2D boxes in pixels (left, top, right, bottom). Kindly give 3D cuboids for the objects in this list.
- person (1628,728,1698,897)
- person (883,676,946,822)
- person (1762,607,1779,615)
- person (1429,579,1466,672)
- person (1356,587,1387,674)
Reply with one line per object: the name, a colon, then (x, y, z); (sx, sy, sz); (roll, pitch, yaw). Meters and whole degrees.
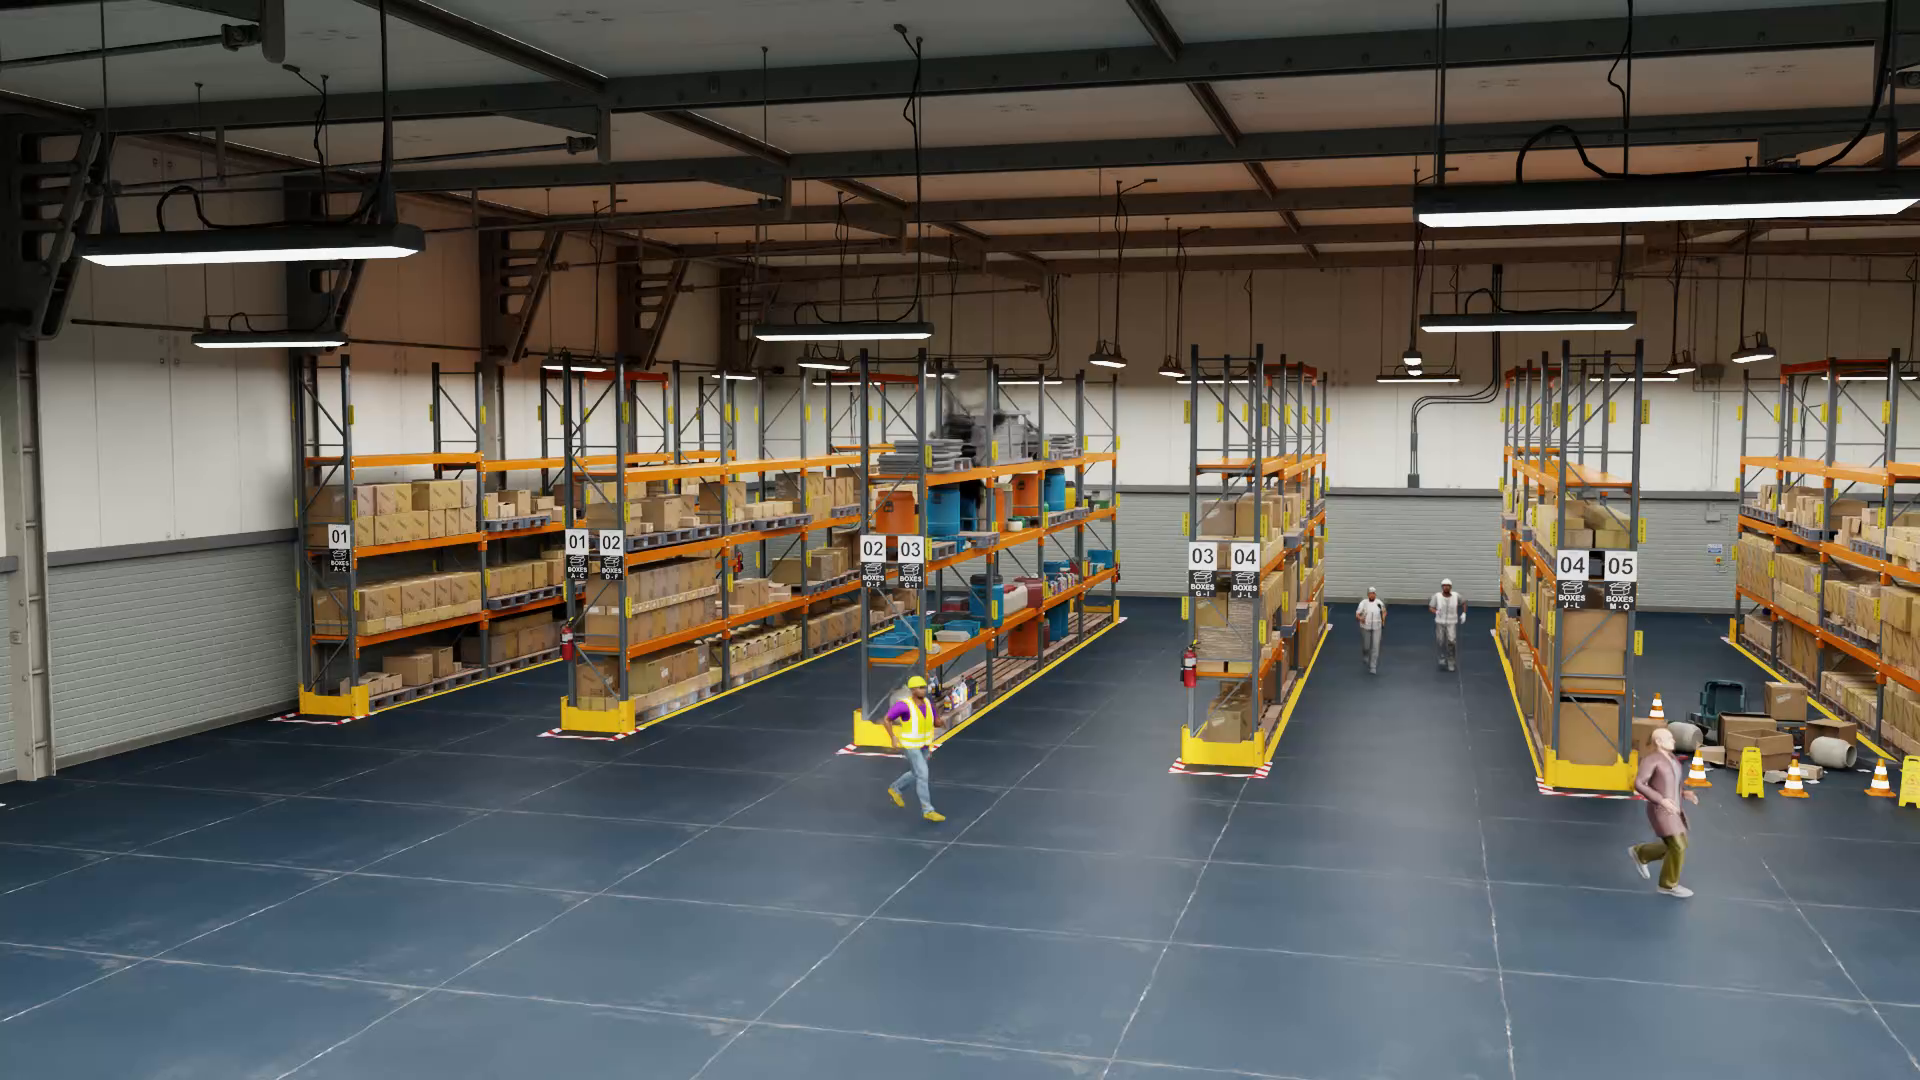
person: (7.335, 2.830, 17.420); (0.712, 1.730, 0.754); (-4, 6, -41)
person: (-0.556, 2.547, 20.594); (0.981, 1.750, 0.701); (4, 6, 40)
person: (18.392, 1.396, 37.527); (0.585, 1.623, 0.728); (3, 5, 37)
person: (9.569, 1.683, 32.670); (0.711, 1.850, 0.746); (1, 4, 17)
person: (8.042, 1.747, 32.509); (0.607, 1.658, 0.849); (1, 4, 9)
